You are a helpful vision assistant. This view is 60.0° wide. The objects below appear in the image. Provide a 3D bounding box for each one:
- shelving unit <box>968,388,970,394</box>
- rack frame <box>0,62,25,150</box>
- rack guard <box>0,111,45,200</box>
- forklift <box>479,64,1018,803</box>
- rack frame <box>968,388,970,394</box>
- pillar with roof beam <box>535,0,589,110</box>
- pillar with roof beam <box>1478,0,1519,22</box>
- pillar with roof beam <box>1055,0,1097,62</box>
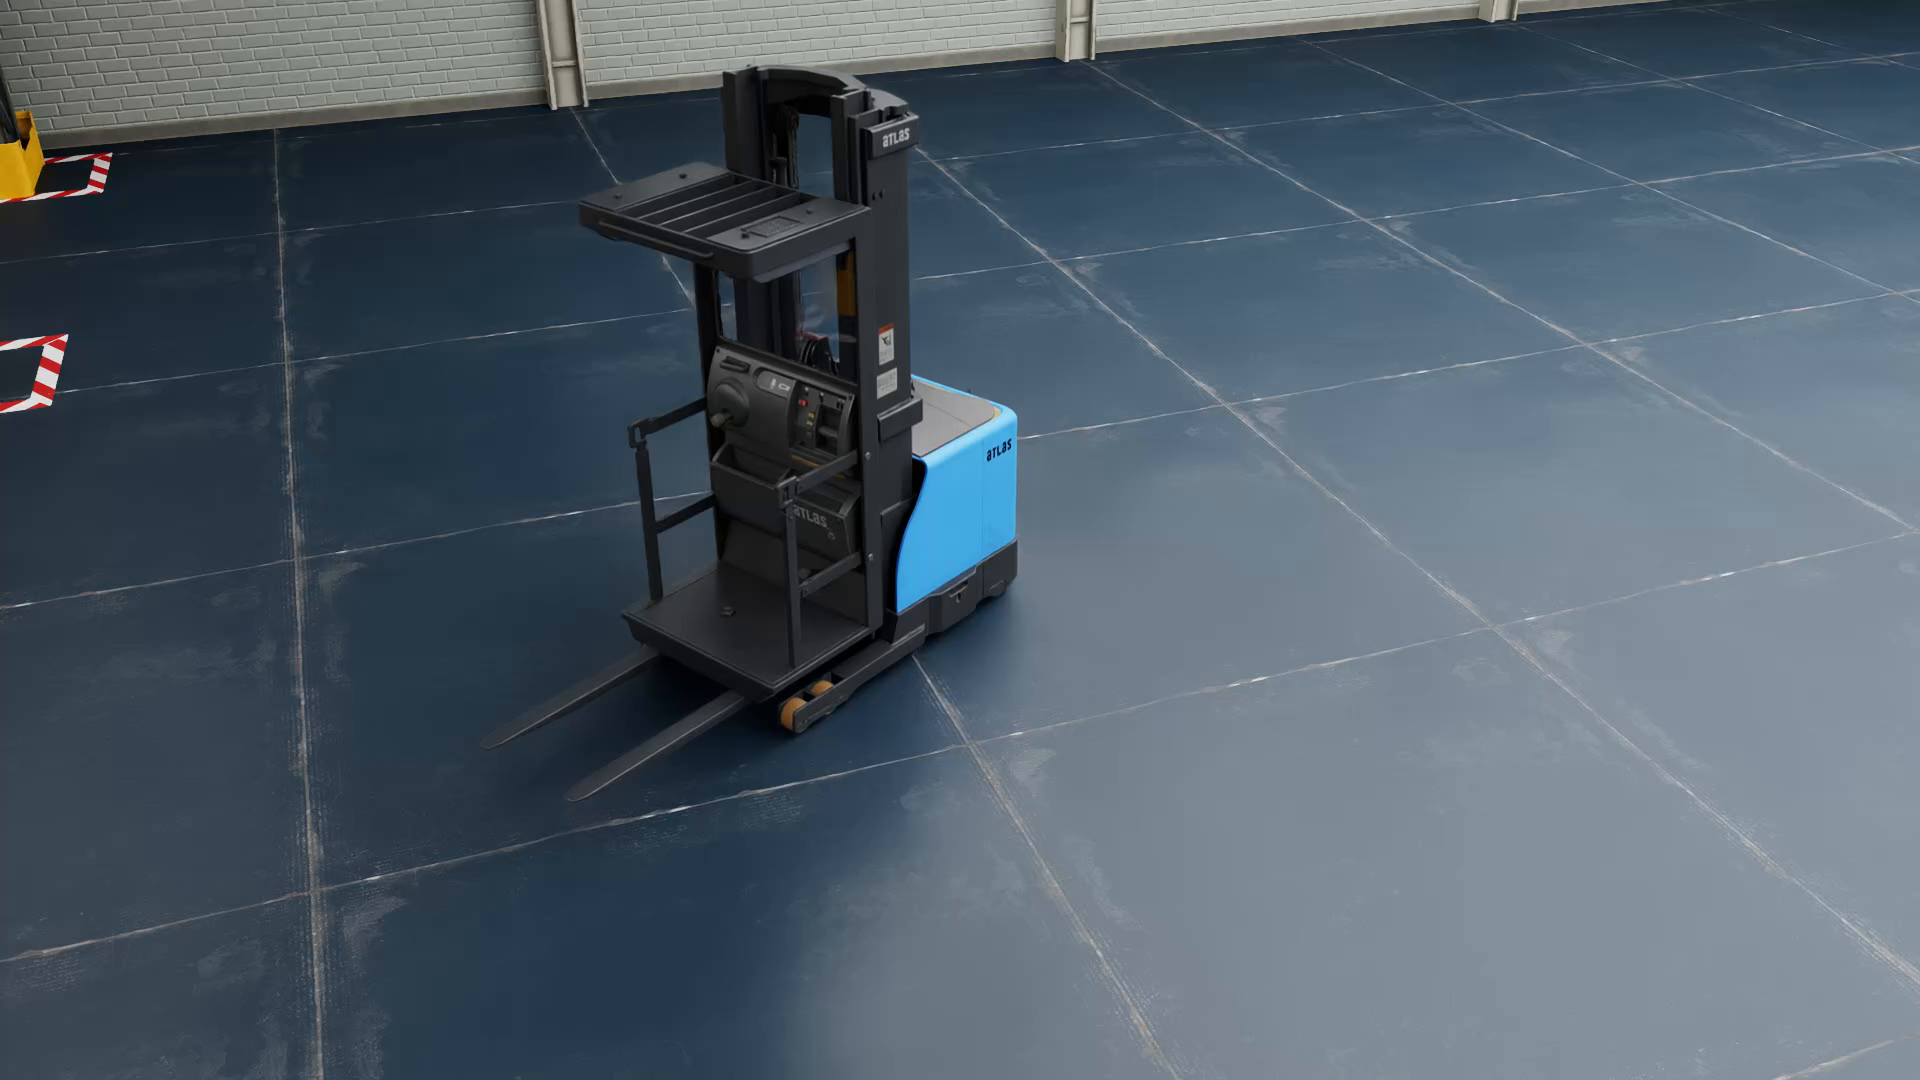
[{"bbox_3d":[0.002,-0.398,9.540,0.210,0.900,0.258,-12,32,-21],"label":"shelving unit"},{"bbox_3d":[-8.909,-4.697,14.964,0.127,3.000,1.000,-10,31,-18],"label":"rack frame"},{"bbox_3d":[-8.887,-3.615,15.590,0.348,0.500,1.175,-10,31,-18],"label":"rack guard"},{"bbox_3d":[-1.000,-0.615,7.868,1.130,2.935,3.031,22,36,33],"label":"forklift"},{"bbox_3d":[0.095,-0.419,9.576,0.006,0.900,0.240,-12,32,-21],"label":"rack frame"},{"bbox_3d":[-2.752,-6.640,12.314,0.400,9.000,9.100,-10,31,-18],"label":"pillar with roof beam"},{"bbox_3d":[8.495,-8.711,15.949,0.400,9.000,9.100,-10,31,-18],"label":"pillar with roof beam"},{"bbox_3d":[2.872,-7.675,14.131,0.400,9.000,9.100,-10,31,-18],"label":"pillar with roof beam"}]
